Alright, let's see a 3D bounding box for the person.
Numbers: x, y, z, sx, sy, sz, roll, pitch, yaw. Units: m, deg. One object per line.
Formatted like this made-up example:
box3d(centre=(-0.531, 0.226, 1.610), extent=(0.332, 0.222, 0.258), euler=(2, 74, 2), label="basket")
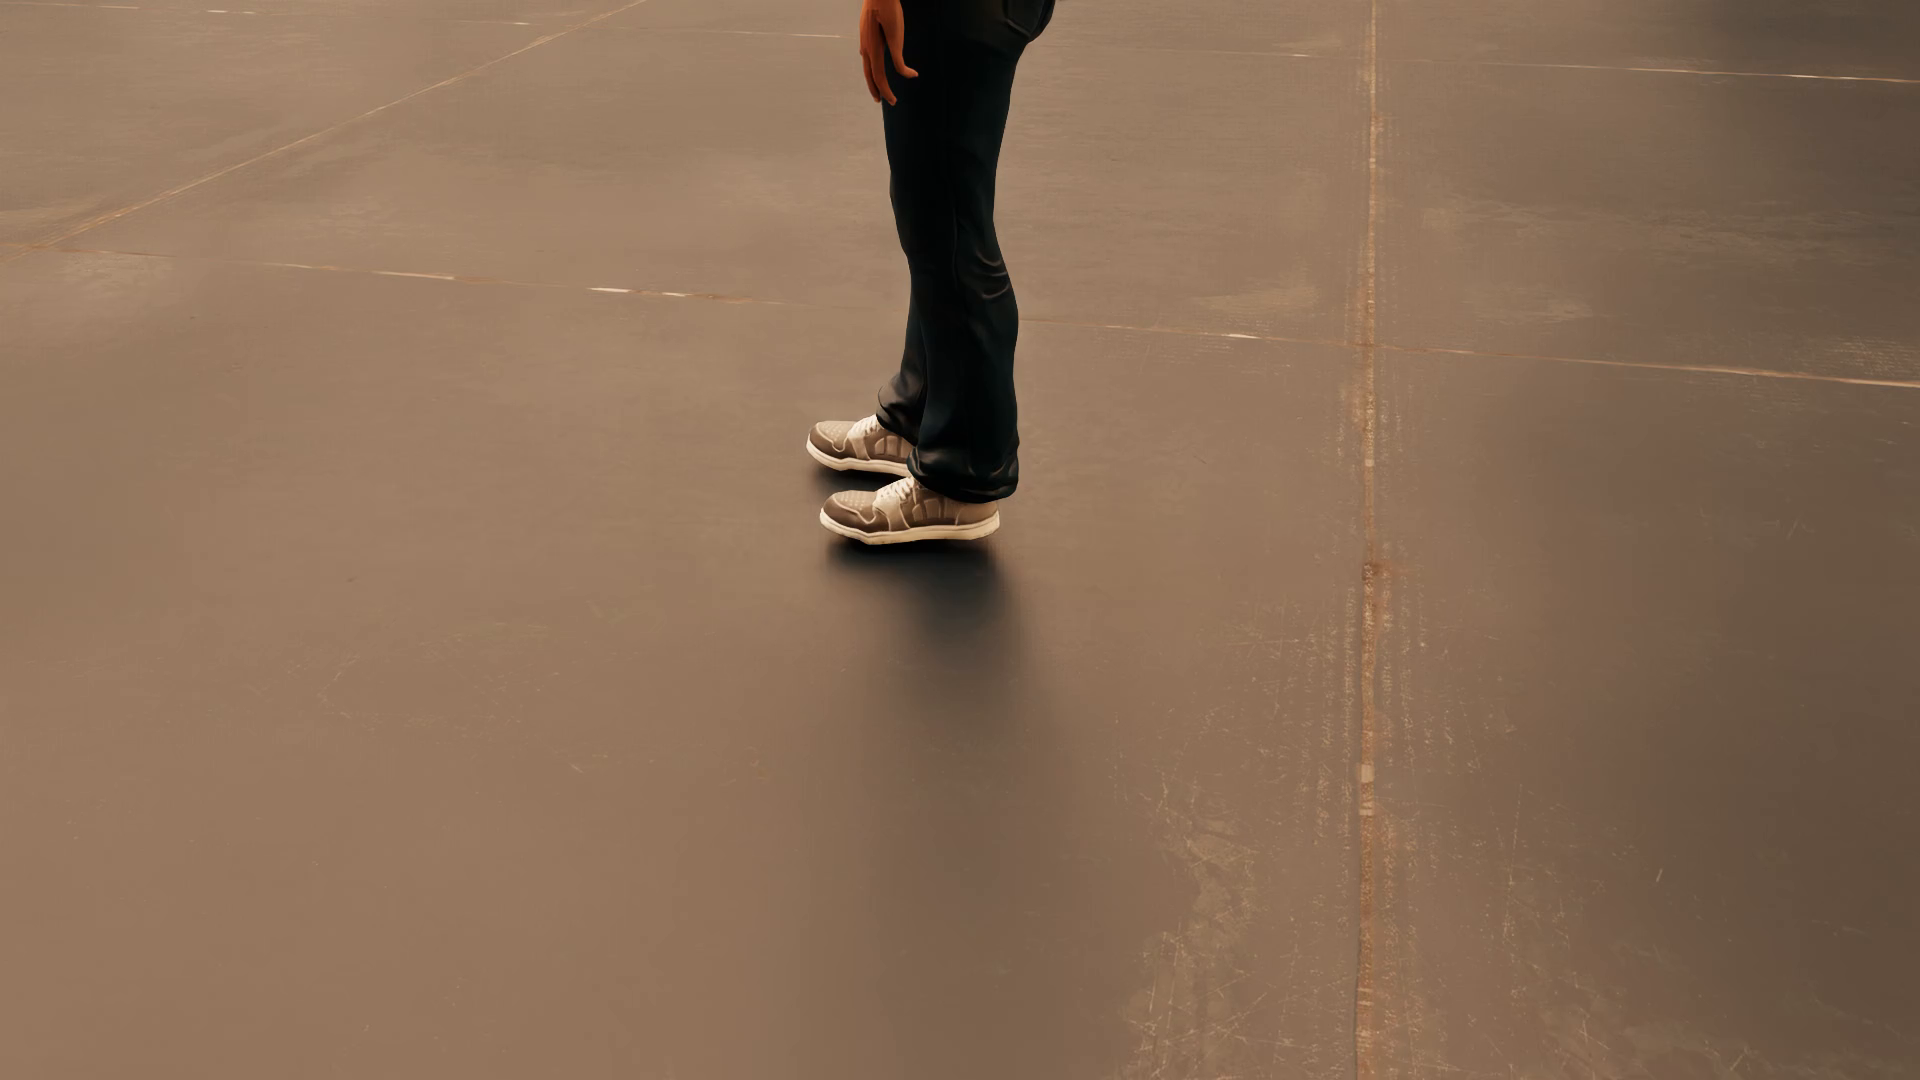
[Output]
box3d(centre=(-0.069, -0.733, 2.164), extent=(0.476, 1.597, 0.520), euler=(6, 27, 11), label="person")
